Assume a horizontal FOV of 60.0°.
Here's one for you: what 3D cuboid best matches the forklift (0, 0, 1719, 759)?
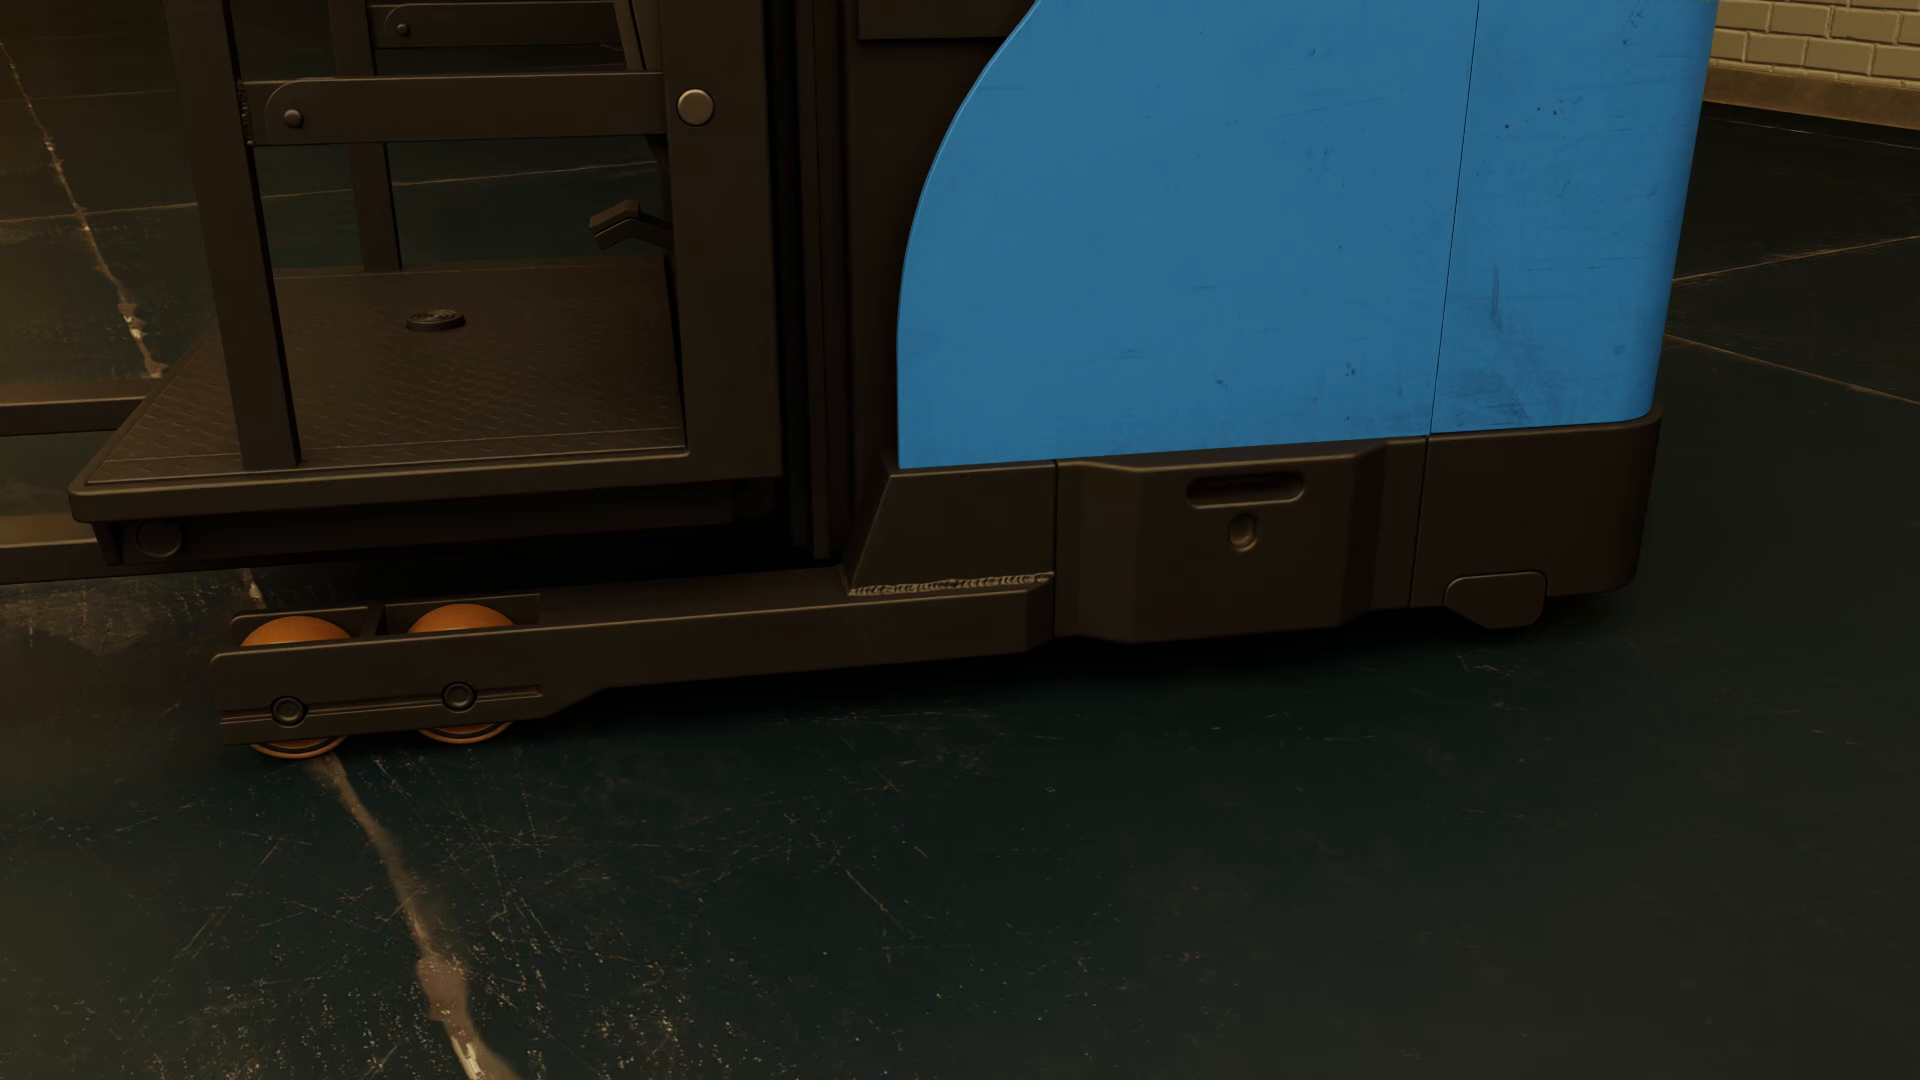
[{"bbox_3d":[-0.615,-1.311,1.969,3.031,2.935,1.130,-4,23,-10],"label":"forklift"}]
